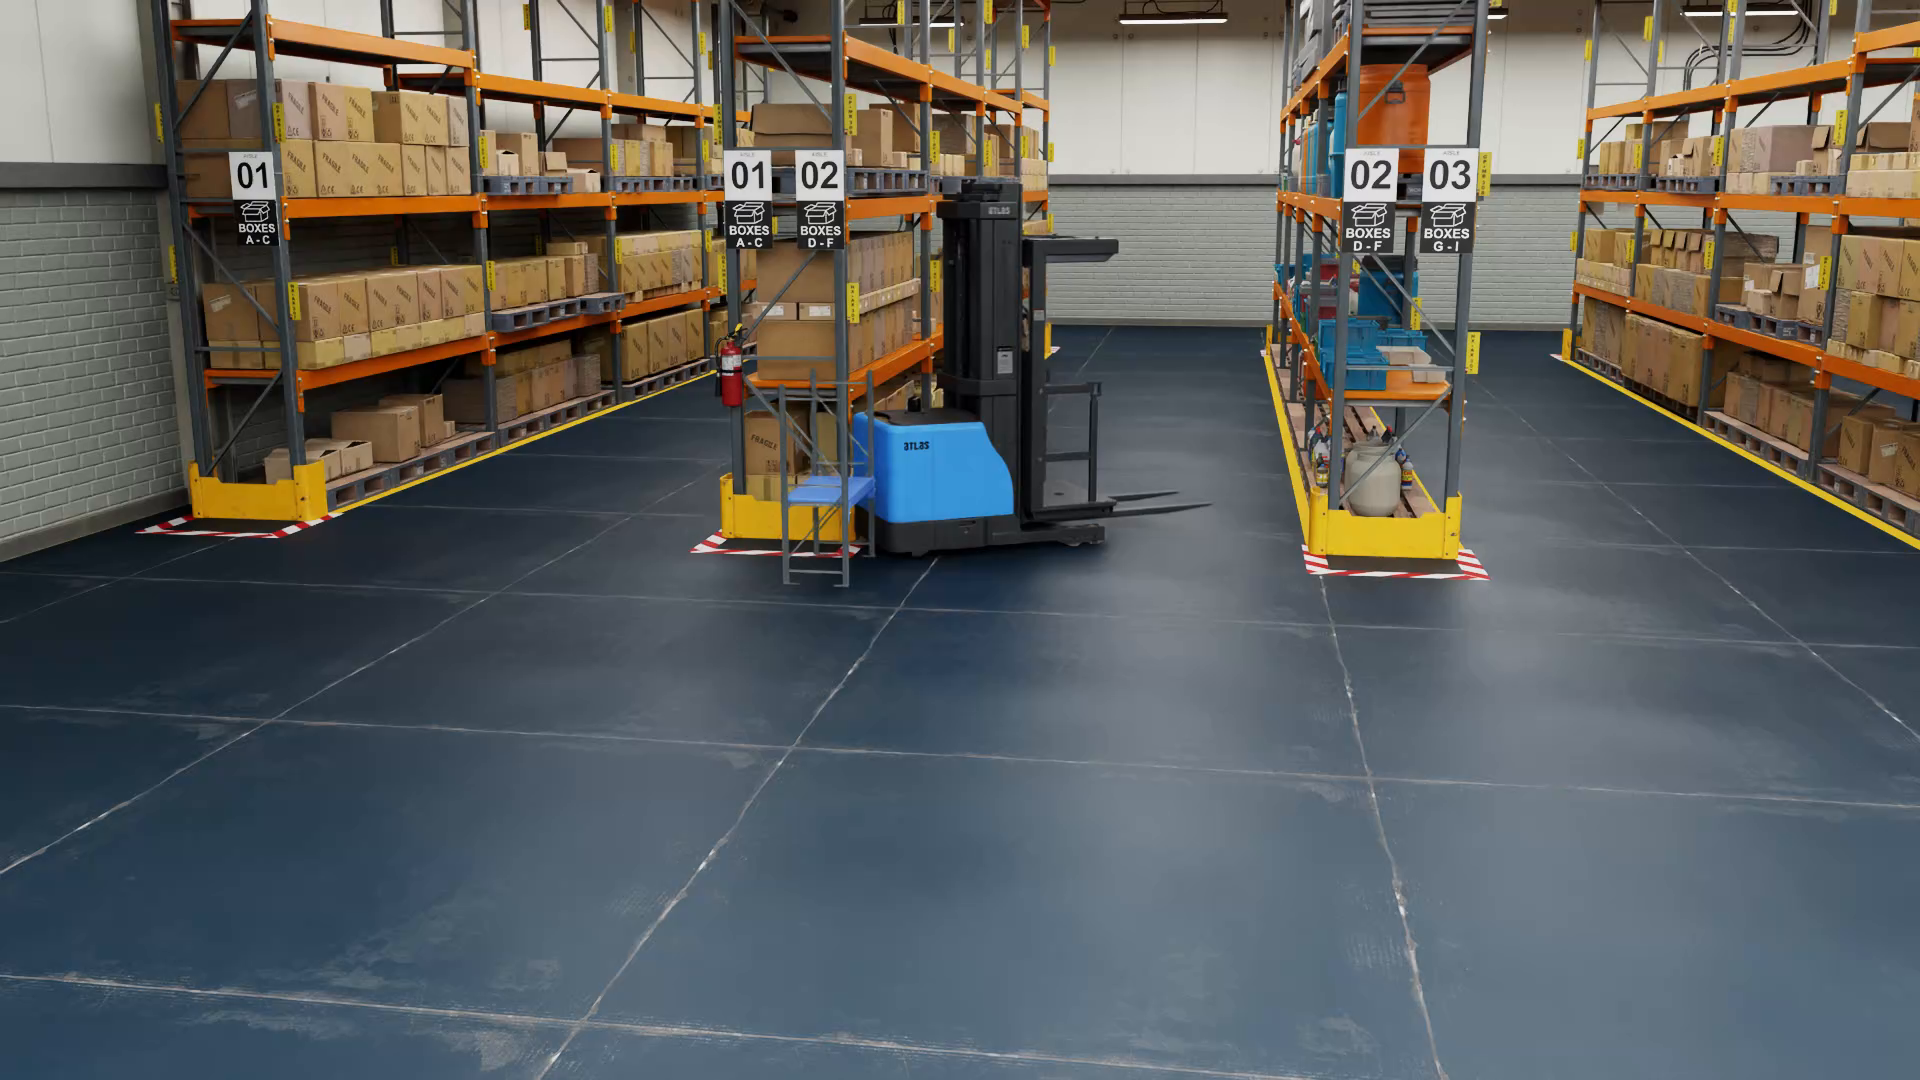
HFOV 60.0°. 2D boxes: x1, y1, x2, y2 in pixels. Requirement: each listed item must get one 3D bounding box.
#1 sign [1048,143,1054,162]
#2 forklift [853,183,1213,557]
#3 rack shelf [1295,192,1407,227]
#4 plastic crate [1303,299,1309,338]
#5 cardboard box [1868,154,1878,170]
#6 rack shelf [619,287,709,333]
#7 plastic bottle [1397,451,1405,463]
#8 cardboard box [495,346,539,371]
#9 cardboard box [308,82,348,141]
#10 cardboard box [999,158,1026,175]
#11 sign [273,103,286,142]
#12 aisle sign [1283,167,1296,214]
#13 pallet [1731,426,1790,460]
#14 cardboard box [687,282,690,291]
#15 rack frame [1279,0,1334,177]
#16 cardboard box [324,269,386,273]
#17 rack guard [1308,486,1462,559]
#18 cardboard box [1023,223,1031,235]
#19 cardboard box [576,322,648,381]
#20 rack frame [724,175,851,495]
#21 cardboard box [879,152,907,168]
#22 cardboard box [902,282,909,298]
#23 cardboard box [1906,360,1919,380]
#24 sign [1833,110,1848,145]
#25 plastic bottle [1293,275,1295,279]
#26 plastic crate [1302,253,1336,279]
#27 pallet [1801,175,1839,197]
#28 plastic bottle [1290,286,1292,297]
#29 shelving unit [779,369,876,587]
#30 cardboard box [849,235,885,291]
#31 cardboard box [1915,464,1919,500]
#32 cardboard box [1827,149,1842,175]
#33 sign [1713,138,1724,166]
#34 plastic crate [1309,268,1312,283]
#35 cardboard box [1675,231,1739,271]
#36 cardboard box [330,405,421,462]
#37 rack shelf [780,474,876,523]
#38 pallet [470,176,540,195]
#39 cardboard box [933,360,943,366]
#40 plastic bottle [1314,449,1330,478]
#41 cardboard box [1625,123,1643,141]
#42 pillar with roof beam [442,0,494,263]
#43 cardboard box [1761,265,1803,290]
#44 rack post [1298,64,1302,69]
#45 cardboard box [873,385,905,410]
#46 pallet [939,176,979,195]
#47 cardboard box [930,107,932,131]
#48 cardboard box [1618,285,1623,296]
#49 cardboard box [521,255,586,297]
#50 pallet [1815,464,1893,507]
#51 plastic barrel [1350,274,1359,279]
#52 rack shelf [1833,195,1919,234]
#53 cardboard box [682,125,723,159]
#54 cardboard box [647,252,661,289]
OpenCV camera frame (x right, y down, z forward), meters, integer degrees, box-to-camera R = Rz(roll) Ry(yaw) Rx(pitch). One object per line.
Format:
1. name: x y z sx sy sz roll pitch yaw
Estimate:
1. sign: 1.578 -6.717 28.820 0.100 0.325 0.005 2 12 9
2. forklift: 0.665 -1.475 13.878 3.031 2.935 1.130 -5 13 -21
3. rack shelf: 4.389 -3.712 18.684 1.077 0.370 4.000 2 12 9
4. plastic crate: 3.943 -2.413 18.106 0.392 0.384 0.575 2 12 9
5. cardboard box: 8.647 -3.493 15.370 0.380 0.149 0.250 1 12 6
6. rack shelf: -4.785 -3.399 24.353 1.077 0.370 4.000 2 12 9
7. plastic bottle: 4.121 -0.689 15.502 0.097 0.271 0.097 0 12 0
8. cardboard box: -5.471 -2.215 20.262 0.500 0.250 0.500 2 12 7
9. cardboard box: -5.897 -3.858 14.997 0.500 0.500 0.500 2 12 8
10. cardboard box: 0.738 -5.738 25.548 0.500 0.250 0.500 2 12 9
11. sign: -5.787 -3.545 14.129 0.100 0.325 0.005 2 12 9
12. aisle sign: 5.644 -5.974 28.424 0.394 0.787 0.004 2 12 9
13. pallet: 9.279 -1.074 18.476 1.003 0.211 1.213 2 12 9
14. cardboard box: -4.350 -3.869 25.374 0.380 0.149 0.250 2 12 10
15. rack frame: 5.927 -7.611 27.952 1.000 3.000 0.127 2 12 9
16. cardboard box: -6.152 -2.503 17.014 0.500 0.500 0.500 2 12 10
17. rack guard: 3.431 -0.143 13.473 1.175 0.500 0.348 2 12 9
18. cardboard box: 0.847 -4.741 26.264 0.500 0.500 0.500 1 12 7
19. cardboard box: -4.850 -2.638 23.218 0.750 0.750 0.750 2 12 8
20. rack frame: -1.428 -1.509 13.877 1.000 3.000 0.127 2 12 9
21. cardboard box: -0.728 -3.699 16.186 0.380 0.149 0.250 2 12 9
22. cardboard box: -0.721 -2.538 16.875 0.380 0.149 0.250 2 12 7
23. cardboard box: 8.327 -1.446 14.182 0.380 0.149 0.250 2 12 9
24. sign: 8.426 -3.949 15.916 0.100 0.325 0.005 2 12 9
25. plastic bottle: 4.931 -3.751 24.395 0.144 0.351 0.185 2 12 9
26. plastic crate: 6.060 -4.650 28.222 0.616 0.435 0.499 2 12 9
27. pallet: 9.175 -3.520 16.532 1.213 0.211 1.003 2 12 9
28. plastic bottle: 4.641 -3.435 23.117 0.097 0.271 0.097 0 12 0
29. shelving unit: -1.004 -0.502 12.763 0.538 1.500 1.048 2 12 8
30. cardboard box: -1.106 -2.619 15.710 0.700 0.500 0.500 2 12 9
31. cardboard box: 8.646 -0.556 14.388 0.500 0.500 0.500 3 13 14
32. cardboard box: 9.021 -3.825 16.825 0.396 0.266 0.258 2 12 11
33. sign: 9.043 -4.630 19.824 0.100 0.325 0.005 2 12 9
34. plastic crate: 5.728 -4.129 26.173 0.437 0.282 0.530 2 12 9
35. cardboard box: 9.918 -3.819 21.977 0.797 0.503 0.637 2 12 10
36. cardboard box: -5.878 -1.073 16.742 0.700 0.500 0.500 1 12 5
37. rack shelf: -1.004 -0.326 12.801 0.538 0.185 1.000 2 12 8
38. pallet: -5.508 -4.001 18.766 1.213 0.211 1.003 2 12 9
39. cardboard box: -0.108 -2.085 20.745 0.500 0.311 0.500 2 12 8
40. plastic bottle: 3.402 -0.709 15.583 0.152 0.276 0.135 2 12 7
41. cardboard box: 10.500 -6.234 25.429 0.500 0.250 0.500 1 12 7
42. pillar with roof beam: -1.894 -5.885 19.941 9.100 9.000 0.400 2 12 9
43. cardboard box: 9.560 -2.874 18.975 0.700 0.500 0.500 4 13 17
44. rack post: 4.767 -6.061 20.938 0.954 0.300 0.937 2 12 9
45. cardboard box: -0.830 -1.258 16.462 0.500 0.500 0.500 2 12 9
46. pallet: -0.383 -4.172 19.559 1.003 0.211 1.213 2 12 11
47. cardboard box: -0.614 -4.553 18.461 0.500 0.500 0.500 3 13 14
48. cardboard box: 9.968 -3.691 24.595 0.380 0.149 0.250 2 12 10
49. cardboard box: -5.214 -3.383 21.289 0.700 0.500 0.500 1 12 3
50. pallet: 8.907 -0.516 15.887 1.003 0.211 1.213 2 12 9
51. plastic barrel: 4.924 -2.974 20.348 0.600 0.536 0.708 2 12 9
52. rack shelf: 8.668 -2.719 14.076 1.077 0.370 4.000 2 12 9
53. cardboard box: -4.091 -6.320 26.422 0.500 0.500 0.500 2 12 8
54. cardboard box: -4.598 -3.843 23.716 0.500 0.500 0.500 2 12 8
